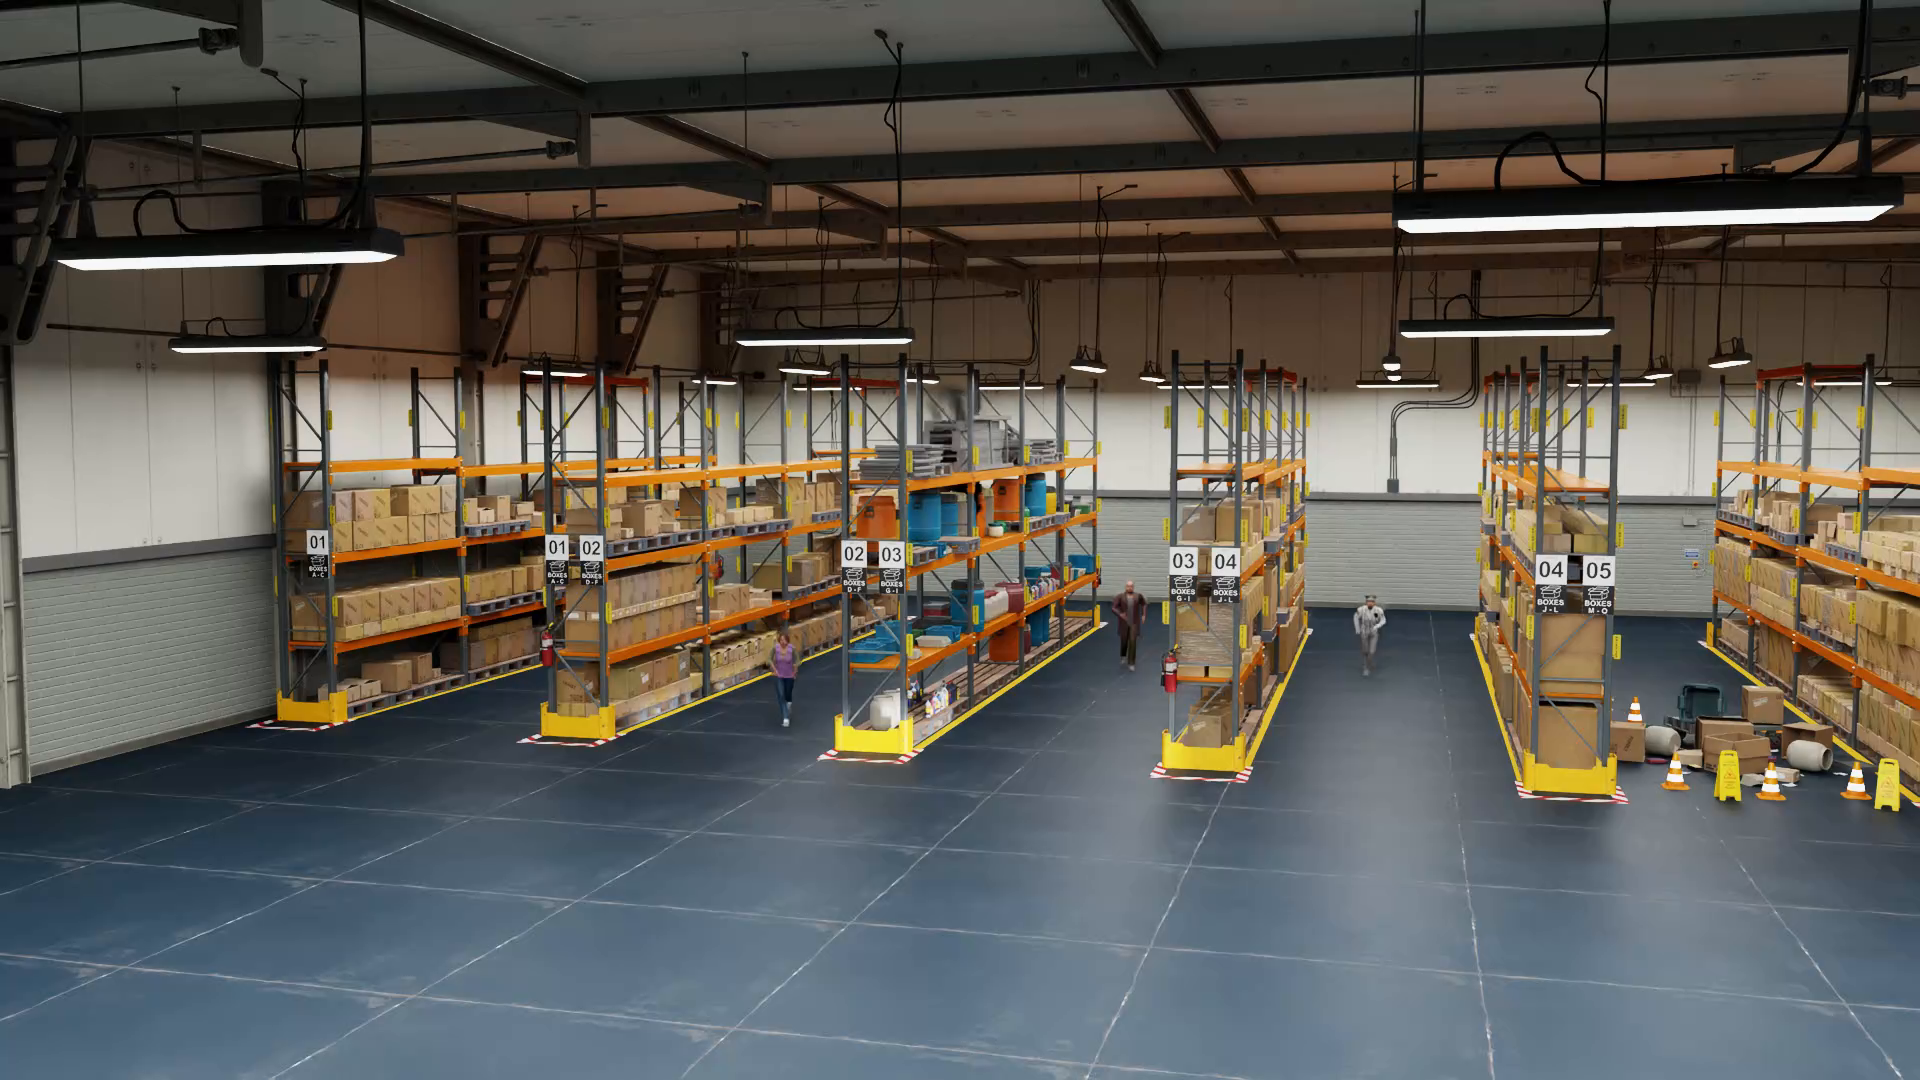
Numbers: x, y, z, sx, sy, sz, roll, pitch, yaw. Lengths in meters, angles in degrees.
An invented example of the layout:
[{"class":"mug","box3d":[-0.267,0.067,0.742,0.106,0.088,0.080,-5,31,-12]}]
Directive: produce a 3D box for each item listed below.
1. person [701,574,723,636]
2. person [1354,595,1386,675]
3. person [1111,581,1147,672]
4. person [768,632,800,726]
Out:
[{"class":"person","box3d":[-5.402,1.581,36.056,0.661,1.682,0.585,1,4,20]},{"class":"person","box3d":[8.077,1.858,32.806,0.607,1.619,0.689,1,4,10]},{"class":"person","box3d":[3.407,1.707,33.485,0.733,1.791,0.925,0,4,1]},{"class":"person","box3d":[-2.908,2.267,27.536,0.529,1.552,0.753,0,4,0]}]
